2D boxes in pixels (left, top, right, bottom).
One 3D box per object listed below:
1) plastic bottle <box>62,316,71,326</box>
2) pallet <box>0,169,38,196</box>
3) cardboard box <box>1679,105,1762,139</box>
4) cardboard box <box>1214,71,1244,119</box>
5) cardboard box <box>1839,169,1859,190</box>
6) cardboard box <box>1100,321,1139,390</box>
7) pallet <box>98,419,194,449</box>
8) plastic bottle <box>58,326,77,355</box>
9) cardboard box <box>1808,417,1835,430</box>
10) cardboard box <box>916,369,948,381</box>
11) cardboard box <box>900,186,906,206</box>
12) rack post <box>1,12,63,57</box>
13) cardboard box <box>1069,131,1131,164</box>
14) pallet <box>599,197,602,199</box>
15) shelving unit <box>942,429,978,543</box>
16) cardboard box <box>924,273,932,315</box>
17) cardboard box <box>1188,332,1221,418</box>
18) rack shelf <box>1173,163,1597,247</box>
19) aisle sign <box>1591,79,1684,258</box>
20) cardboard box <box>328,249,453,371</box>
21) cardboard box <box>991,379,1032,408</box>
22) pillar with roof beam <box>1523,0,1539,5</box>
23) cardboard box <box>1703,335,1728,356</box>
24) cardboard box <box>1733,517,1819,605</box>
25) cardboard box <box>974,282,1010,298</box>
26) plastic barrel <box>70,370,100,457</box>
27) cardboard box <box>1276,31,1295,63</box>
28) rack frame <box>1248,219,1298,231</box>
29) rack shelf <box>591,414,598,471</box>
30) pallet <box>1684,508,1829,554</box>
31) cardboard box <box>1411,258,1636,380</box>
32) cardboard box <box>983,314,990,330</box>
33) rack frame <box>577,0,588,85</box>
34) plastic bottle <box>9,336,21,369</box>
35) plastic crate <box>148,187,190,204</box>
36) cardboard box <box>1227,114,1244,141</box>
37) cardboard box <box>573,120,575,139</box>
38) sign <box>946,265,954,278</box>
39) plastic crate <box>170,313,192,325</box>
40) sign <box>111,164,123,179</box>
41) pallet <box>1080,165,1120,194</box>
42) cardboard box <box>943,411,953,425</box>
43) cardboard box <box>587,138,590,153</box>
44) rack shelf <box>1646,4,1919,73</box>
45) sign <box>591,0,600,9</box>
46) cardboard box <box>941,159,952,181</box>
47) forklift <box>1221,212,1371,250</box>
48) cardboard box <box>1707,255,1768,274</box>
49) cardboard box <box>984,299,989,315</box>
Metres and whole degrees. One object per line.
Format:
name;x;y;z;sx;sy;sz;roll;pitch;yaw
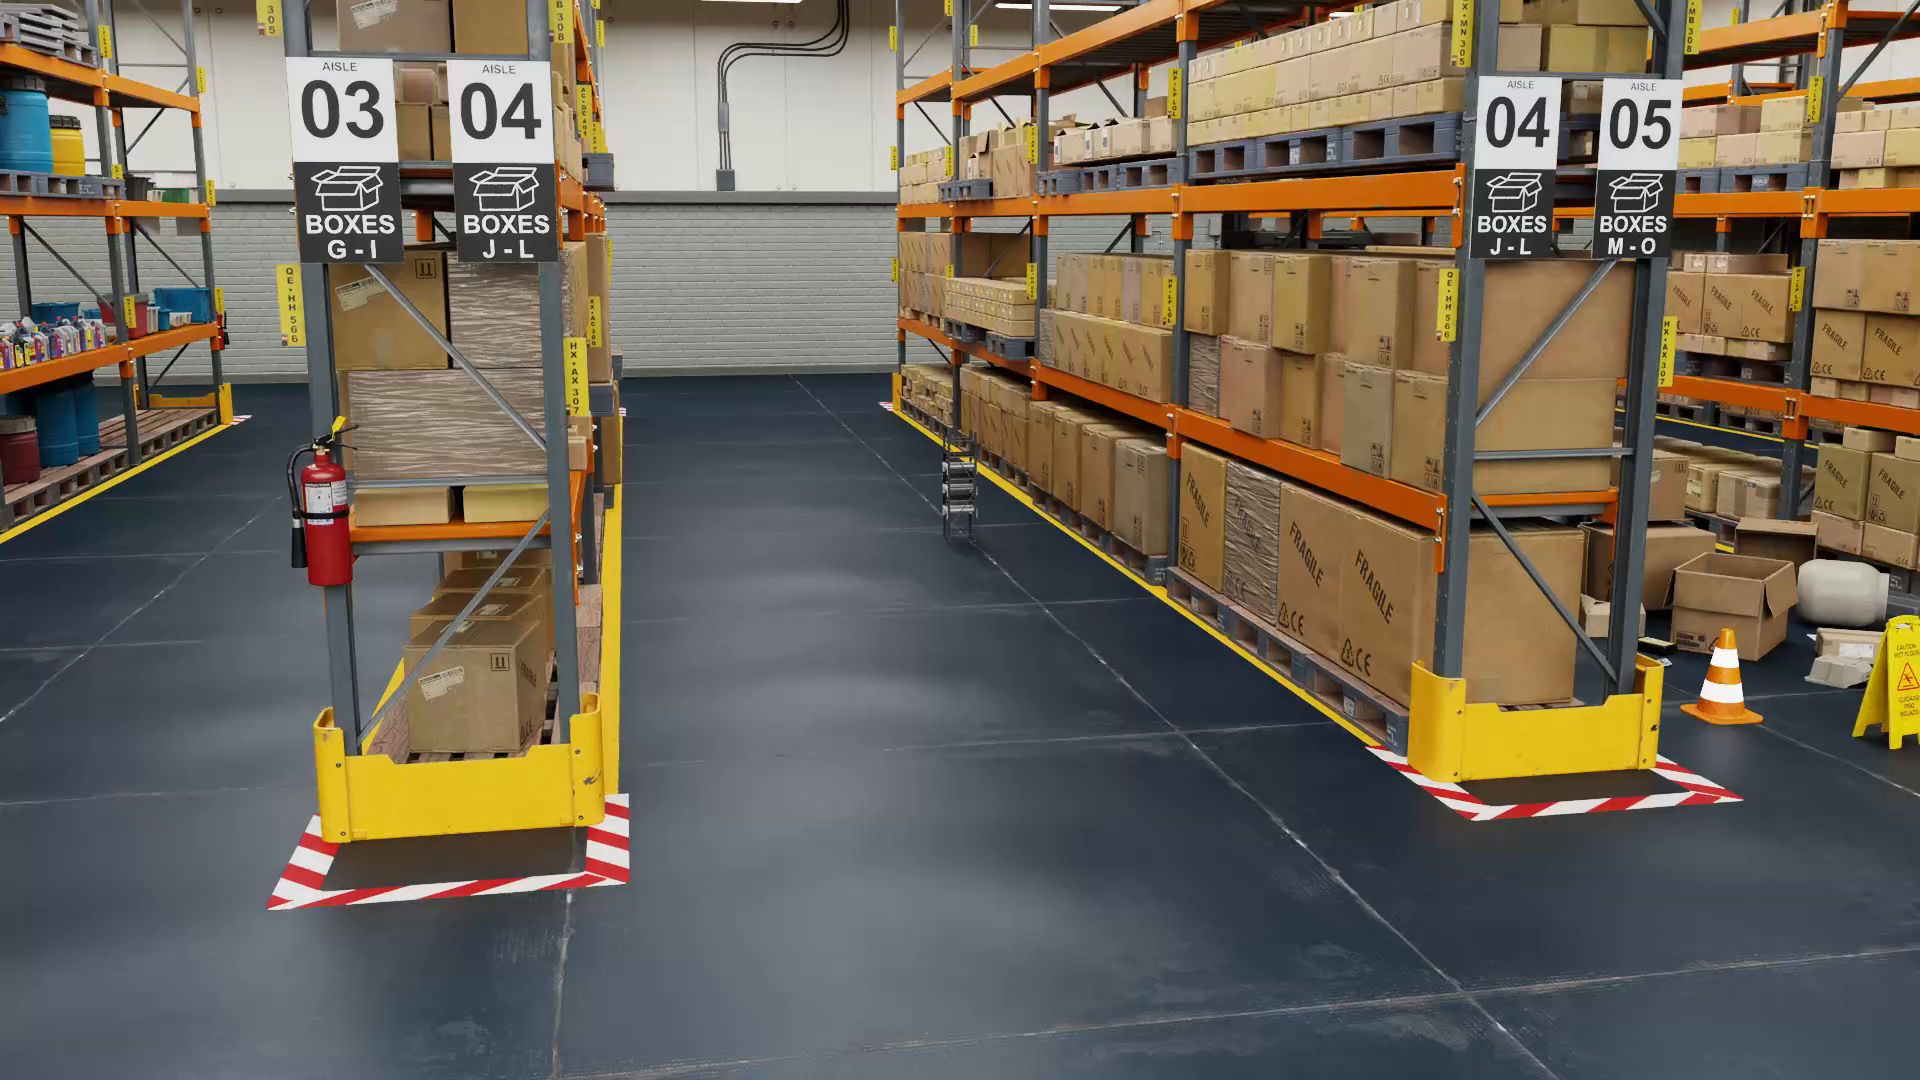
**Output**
plastic bottle;-8.970;-2.070;16.681;0.144;0.351;0.185;-2;11;-11
pallet;-8.603;-3.047;14.166;1.003;0.211;1.213;-2;11;-11
cardboard box;6.349;-3.469;13.819;0.500;0.250;0.500;-2;11;-10
cardboard box;1.891;-2.740;10.261;0.500;0.250;0.500;-2;11;-11
cardboard box;6.625;-2.613;12.050;0.380;0.149;0.250;-2;11;-12
cardboard box;1.411;-1.451;13.031;0.500;0.500;0.500;-2;11;-10
pallet;-9.750;-1.244;19.667;1.003;0.211;1.213;-2;11;-11
plastic bottle;-8.739;-1.950;16.253;0.152;0.276;0.135;-2;11;-11
cardboard box;10.293;-1.575;19.510;0.500;0.500;0.500;-3;11;-13
cardboard box;-0.370;-2.182;22.047;0.380;0.149;0.250;-3;11;-14
cardboard box;-0.526;-4.640;22.430;0.500;0.250;0.500;-2;11;-9
rack post;-8.810;-4.591;15.087;0.937;0.300;0.954;-1;11;-5
cardboard box;1.216;-3.287;13.932;0.500;0.250;0.500;-2;11;-9
pallet;-4.619;-4.017;18.992;1.003;0.211;1.213;-2;11;-11
shelving unit;-0.002;-0.444;13.620;0.258;0.900;0.210;-2;11;-11
cardboard box;-0.151;-3.058;20.679;0.500;0.500;0.500;-2;11;-11
cardboard box;2.055;-1.137;11.248;0.875;0.550;0.550;-2;11;-11
rack shelf;2.360;-1.884;9.474;1.077;0.370;4.000;-2;11;-11
aisle sign;3.057;-1.672;7.506;0.394;0.787;0.004;-2;11;-11
cardboard box;-2.485;-1.014;7.262;0.500;0.500;0.500;-2;11;-11
cardboard box;0.611;-1.513;17.180;0.500;0.250;0.500;-2;11;-10
pillar with roof beam;5.478;-7.029;26.560;9.100;9.000;0.548;-2;11;-11
cardboard box;6.317;-1.591;13.584;0.380;0.149;0.250;-2;11;-12
cardboard box;5.681;0.143;11.599;0.500;0.500;0.500;6;12;28
cardboard box;0.349;-2.598;17.280;0.380;0.149;0.250;-2;11;-9
plastic barrel;-9.239;-1.331;17.157;0.600;0.901;0.708;-2;11;-11
cardboard box;2.004;-2.770;9.353;0.380;0.149;0.250;-2;11;-11
rack frame;4.473;-3.530;24.221;1.000;3.000;0.127;-2;11;-11
rack shelf;-3.303;-0.982;12.759;1.077;0.370;4.000;-2;11;-11
pallet;6.654;-0.102;13.669;1.003;0.211;1.213;-2;11;-11
cardboard box;2.715;-1.071;8.010;0.875;0.550;0.550;-2;11;-11
cardboard box;0.450;-2.209;16.828;0.380;0.149;0.250;-3;11;-14
rack frame;-3.692;-4.650;14.058;1.000;3.000;0.127;-2;11;-11
plastic bottle;-8.389;-1.667;14.746;0.061;0.283;0.133;-2;11;-11
plastic crate;-9.634;-4.189;20.225;0.450;0.188;0.336;-2;11;-11
cardboard box;1.856;-2.518;10.162;0.380;0.149;0.250;-2;11;-12
cardboard box;-2.567;-2.516;10.203;0.380;0.149;0.250;-2;11;-9
sign;-0.116;-3.002;19.132;0.100;0.325;0.005;-2;11;-11
plastic crate;-9.770;-2.747;20.649;0.396;0.136;0.243;-2;11;-11
sign;-8.788;-3.754;17.349;0.100;0.325;0.005;-2;11;-11
pallet;1.591;-2.924;13.519;1.003;0.211;1.213;-2;11;-8
cardboard box;0.005;-1.463;19.864;0.380;0.149;0.250;-2;11;-10
cardboard box;-3.243;-3.299;13.378;0.500;0.500;0.500;-2;11;-11
rack shelf;6.418;-4.093;14.129;1.077;0.370;4.000;-2;11;-11
sign;-3.940;-5.903;17.933;0.100;0.325;0.005;-2;11;-11
cardboard box;0.076;-4.319;19.407;0.500;0.250;0.500;-3;11;-14
forklift;2.935;-1.708;14.833;1.130;2.935;3.031;-2;11;-11
cardboard box;6.349;-2.252;13.584;0.380;0.149;0.250;-2;11;-13
cardboard box;0.449;-2.356;16.806;0.380;0.149;0.250;-2;11;-11
